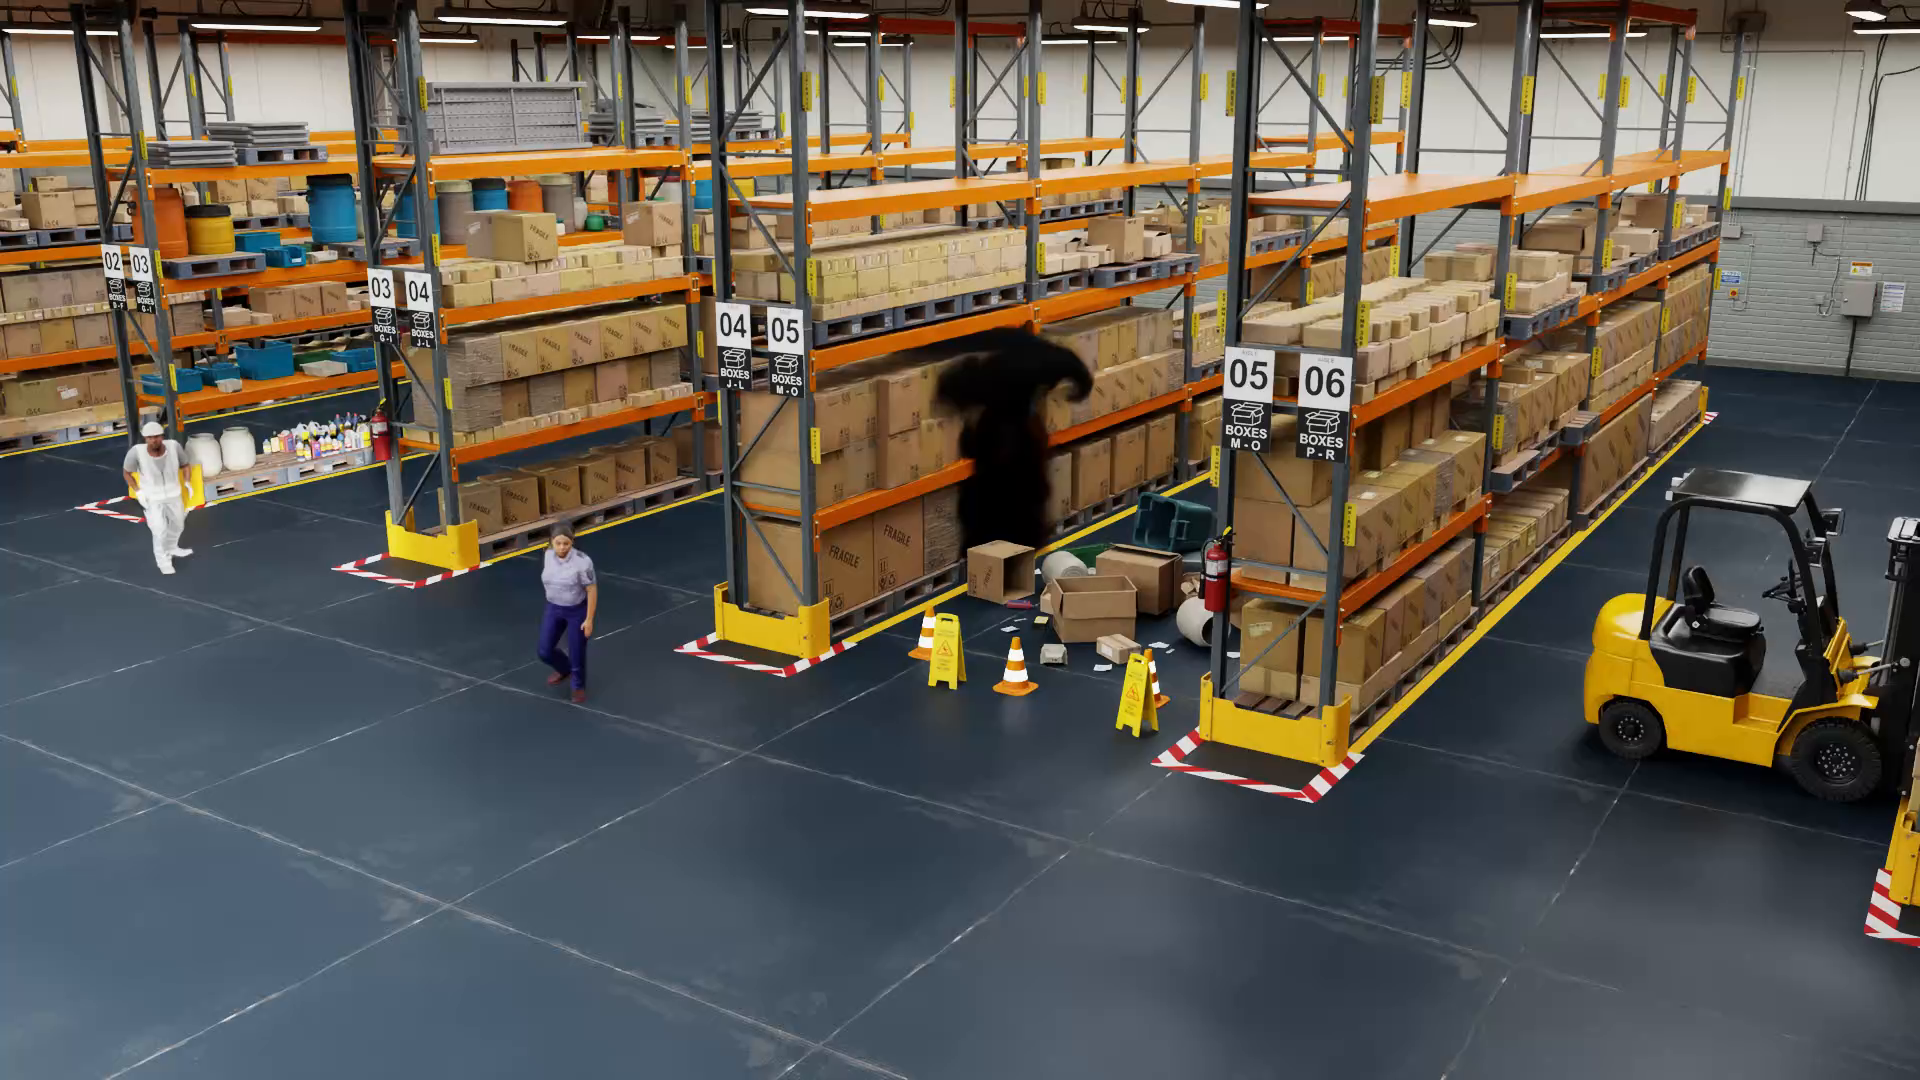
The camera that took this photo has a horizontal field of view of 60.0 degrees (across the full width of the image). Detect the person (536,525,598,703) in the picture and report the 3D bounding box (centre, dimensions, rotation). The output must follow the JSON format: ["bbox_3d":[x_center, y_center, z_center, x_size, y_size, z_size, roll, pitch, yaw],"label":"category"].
[{"bbox_3d":[-3.316,0.617,14.076,0.649,1.600,0.539,4,16,14],"label":"person"}]

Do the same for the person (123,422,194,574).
[{"bbox_3d":[-8.570,-0.487,17.831,0.874,1.693,0.702,15,21,43],"label":"person"}]
